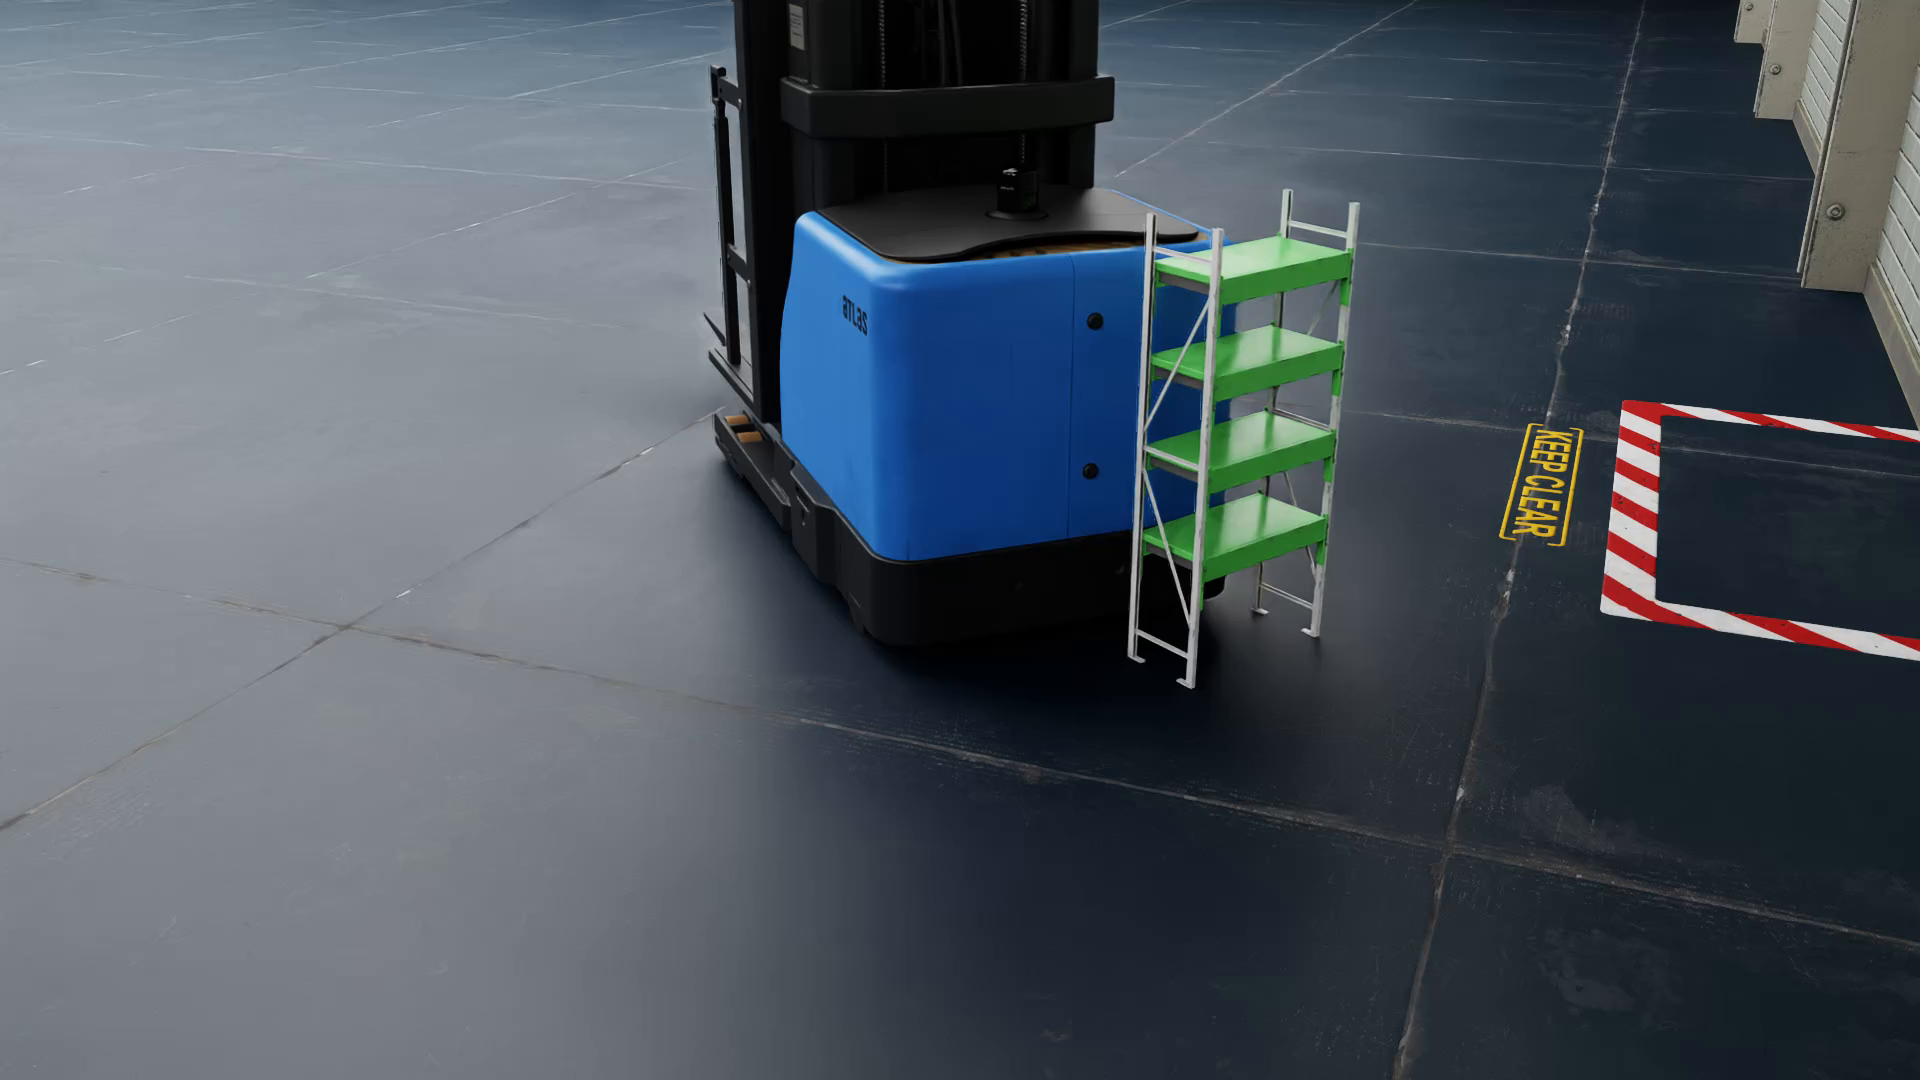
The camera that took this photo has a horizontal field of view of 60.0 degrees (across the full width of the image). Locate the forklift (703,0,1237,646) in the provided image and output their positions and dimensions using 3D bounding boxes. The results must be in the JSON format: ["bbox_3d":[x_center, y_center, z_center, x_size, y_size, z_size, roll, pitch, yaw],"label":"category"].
[{"bbox_3d":[-0.231,-1.610,5.302,1.130,2.935,3.031,-8,24,-19],"label":"forklift"}]

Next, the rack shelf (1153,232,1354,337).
[{"bbox_3d":[0.725,-0.645,4.158,0.480,0.148,0.258,-17,28,-35],"label":"rack shelf"}]

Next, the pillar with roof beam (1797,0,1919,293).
[{"bbox_3d":[0.395,-6.070,8.106,9.100,9.000,0.400,9,24,20],"label":"pillar with roof beam"}]

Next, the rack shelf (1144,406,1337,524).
[{"bbox_3d":[0.725,-0.203,4.344,0.480,0.148,0.258,-17,28,-35],"label":"rack shelf"}]

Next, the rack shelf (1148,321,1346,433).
[{"bbox_3d":[0.725,-0.424,4.251,0.480,0.148,0.258,-17,28,-35],"label":"rack shelf"}]

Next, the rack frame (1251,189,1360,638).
[{"bbox_3d":[0.917,-0.320,4.458,0.015,1.200,0.240,-17,28,-35],"label":"rack frame"}]

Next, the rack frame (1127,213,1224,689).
[{"bbox_3d":[0.533,-0.203,4.180,0.015,1.200,0.240,-17,28,-35],"label":"rack frame"}]

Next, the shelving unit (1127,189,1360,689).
[{"bbox_3d":[0.725,-0.262,4.319,0.503,1.200,0.258,-17,28,-35],"label":"shelving unit"}]

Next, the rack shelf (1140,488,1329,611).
[{"bbox_3d":[0.725,0.019,4.436,0.480,0.148,0.258,-17,28,-35],"label":"rack shelf"}]

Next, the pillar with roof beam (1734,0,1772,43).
[{"bbox_3d":[4.853,-10.364,18.387,9.100,9.000,0.400,9,24,20],"label":"pillar with roof beam"}]

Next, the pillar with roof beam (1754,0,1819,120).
[{"bbox_3d":[2.624,-8.217,13.246,9.100,9.000,0.400,9,24,20],"label":"pillar with roof beam"}]
